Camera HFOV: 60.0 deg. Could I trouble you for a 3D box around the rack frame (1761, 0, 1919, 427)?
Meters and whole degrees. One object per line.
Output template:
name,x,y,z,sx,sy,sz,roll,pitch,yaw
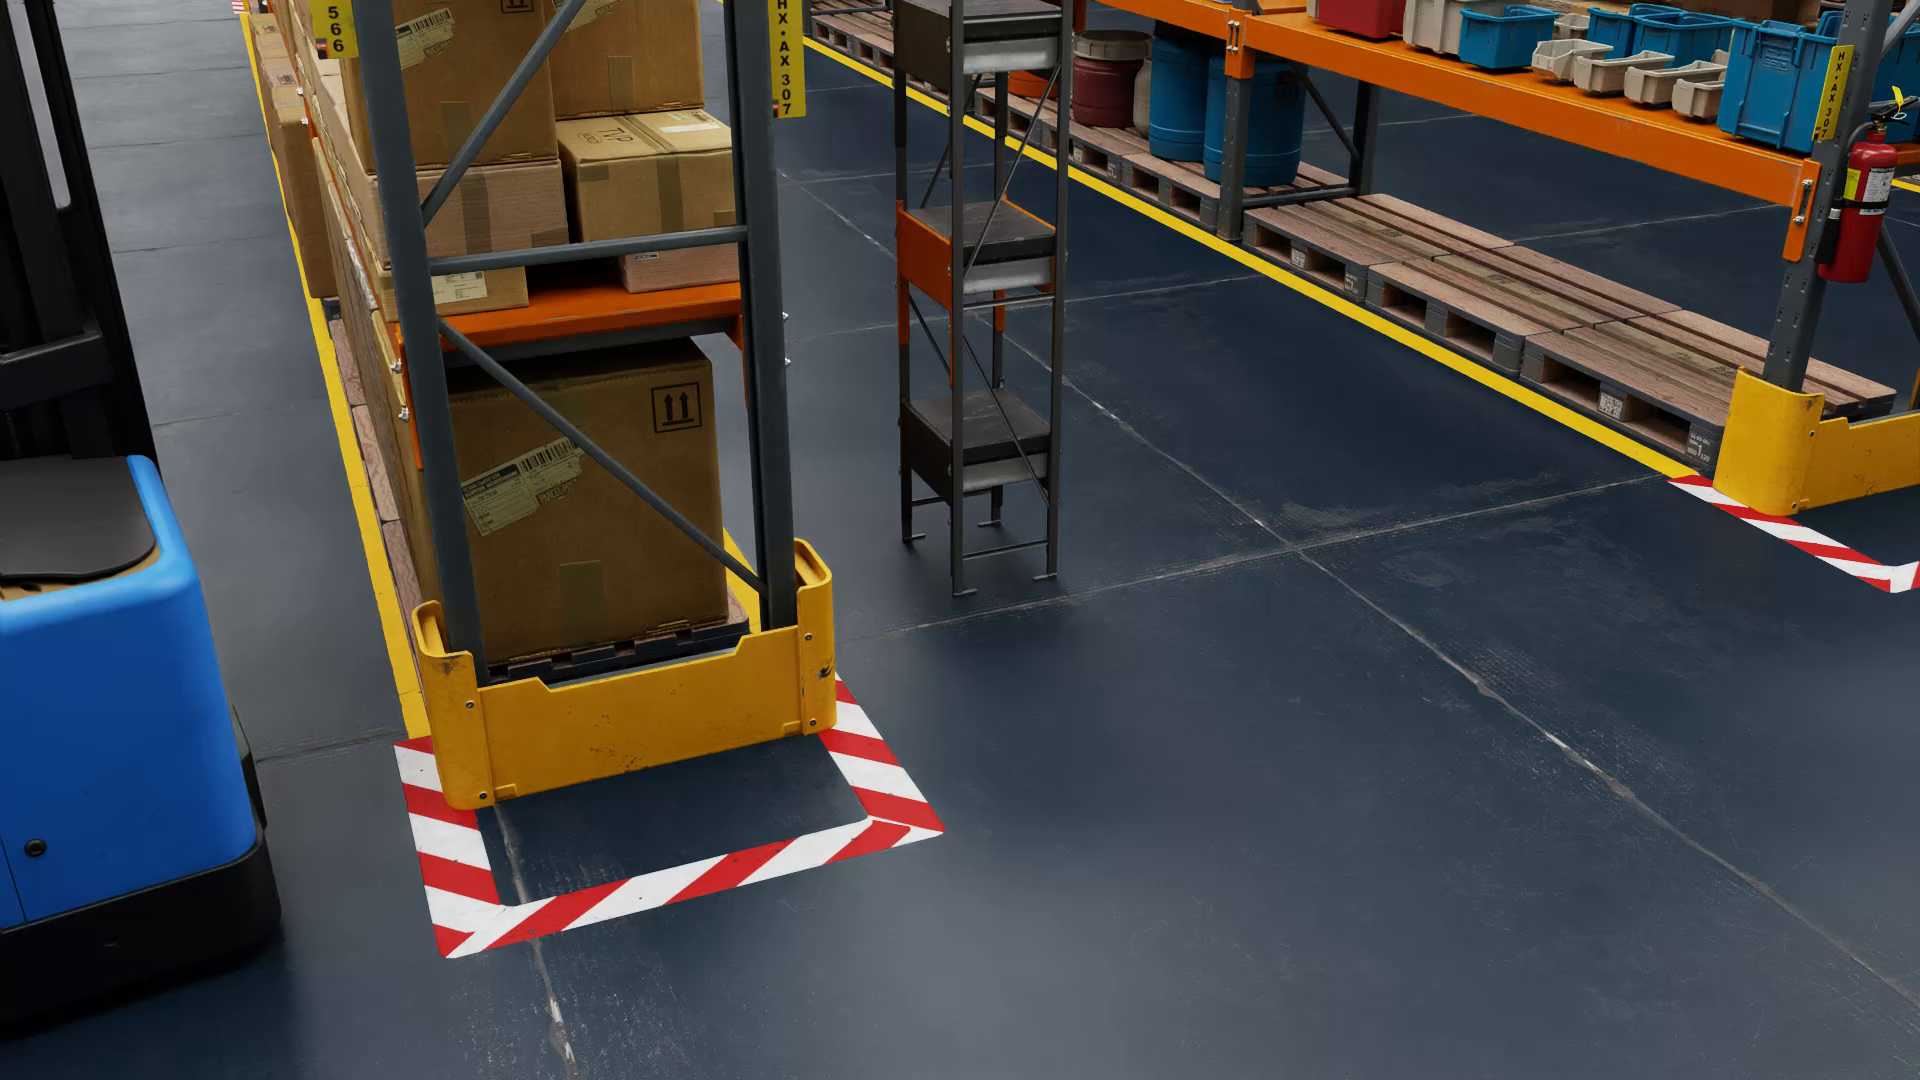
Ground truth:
rack frame,3.586,-1.606,6.121,1.000,3.000,0.127,-11,28,-21

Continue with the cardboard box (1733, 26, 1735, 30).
cardboard box,5.740,-3.699,12.754,0.500,0.500,0.500,-10,28,-20

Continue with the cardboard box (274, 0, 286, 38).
cardboard box,-3.371,-2.967,8.795,0.500,0.500,0.500,-11,28,-21

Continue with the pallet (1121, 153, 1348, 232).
pallet,1.755,-2.287,10.693,1.003,0.211,1.213,-11,28,-21

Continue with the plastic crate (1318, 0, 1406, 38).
plastic crate,2.138,-2.873,8.575,0.402,0.464,0.583,-11,28,-21

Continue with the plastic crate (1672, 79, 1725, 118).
plastic crate,3.100,-1.813,6.776,0.396,0.136,0.243,-11,28,-21

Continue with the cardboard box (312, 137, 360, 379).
cardboard box,-2.353,-1.324,7.485,0.875,0.875,0.875,-11,28,-21

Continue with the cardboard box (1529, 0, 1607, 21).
cardboard box,5.137,-4.317,14.020,0.500,0.500,0.500,-12,28,-22

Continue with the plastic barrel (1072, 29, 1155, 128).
plastic barrel,1.102,-3.290,11.840,0.600,0.588,0.708,-11,28,-21

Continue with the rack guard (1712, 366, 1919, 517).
rack guard,3.607,-0.475,6.654,1.175,0.500,0.348,-11,28,-21

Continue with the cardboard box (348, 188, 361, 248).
cardboard box,-1.712,-1.037,5.242,0.380,0.149,0.250,-10,28,-20

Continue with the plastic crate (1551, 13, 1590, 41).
plastic crate,2.978,-2.478,8.139,0.293,0.136,0.466,-11,28,-21

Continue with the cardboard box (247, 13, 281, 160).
cardboard box,-3.854,-2.937,10.789,1.225,0.875,0.875,-12,28,-23

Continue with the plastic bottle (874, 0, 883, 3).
plastic bottle,-0.835,-5.626,16.963,0.097,0.271,0.097,0,26,0

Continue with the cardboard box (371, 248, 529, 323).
cardboard box,-1.414,-0.729,4.612,0.380,0.149,0.250,-10,28,-20

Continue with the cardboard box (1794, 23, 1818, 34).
cardboard box,6.394,-3.596,12.543,0.500,0.500,0.500,-10,28,-20

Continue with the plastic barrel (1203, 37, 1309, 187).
plastic barrel,1.822,-2.689,10.252,0.600,0.901,0.708,-11,28,-21

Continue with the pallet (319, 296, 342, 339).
pallet,-2.910,-1.415,8.908,1.003,0.211,1.213,-11,28,-21

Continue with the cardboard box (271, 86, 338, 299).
cardboard box,-2.807,-1.859,8.581,1.225,0.875,0.875,-10,28,-20

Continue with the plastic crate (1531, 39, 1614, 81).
plastic crate,2.735,-2.157,7.481,0.298,0.136,0.250,-11,28,-21

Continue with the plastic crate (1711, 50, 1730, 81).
plastic crate,3.477,-2.088,7.341,0.250,0.136,0.298,-11,28,-21

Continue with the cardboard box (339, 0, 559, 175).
cardboard box,-1.404,-1.310,4.491,0.500,0.500,0.500,-10,28,-20

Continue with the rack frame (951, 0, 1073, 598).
rack frame,0.160,-0.778,5.451,0.400,2.100,0.015,-11,28,-21

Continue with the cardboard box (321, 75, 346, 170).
cardboard box,-1.803,-1.382,5.493,0.500,0.250,0.500,-12,28,-22

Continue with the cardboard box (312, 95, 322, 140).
cardboard box,-2.317,-1.659,6.516,0.380,0.149,0.250,-11,28,-21

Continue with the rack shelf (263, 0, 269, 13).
rack shelf,-4.888,-4.469,12.804,1.077,0.370,4.000,-11,28,-21

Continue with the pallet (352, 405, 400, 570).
pallet,-1.831,-0.303,6.630,1.003,0.211,1.213,-11,28,-21

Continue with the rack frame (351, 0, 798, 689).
rack frame,-0.972,-0.755,4.378,1.000,3.000,0.127,-11,28,-21

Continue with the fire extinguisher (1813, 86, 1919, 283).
fire extinguisher,3.227,-1.265,5.935,0.296,0.674,0.183,-11,28,-21

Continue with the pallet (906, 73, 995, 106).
pallet,0.185,-3.902,14.002,1.003,0.211,1.213,-11,28,-21

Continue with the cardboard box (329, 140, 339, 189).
cardboard box,-2.013,-1.347,5.876,0.380,0.149,0.250,-10,28,-20

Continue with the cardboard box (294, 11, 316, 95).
cardboard box,-2.405,-2.000,6.759,0.500,0.250,0.500,-11,28,-21

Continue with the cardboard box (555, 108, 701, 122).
cardboard box,-1.121,-1.270,5.265,0.500,0.250,0.500,-11,28,-21

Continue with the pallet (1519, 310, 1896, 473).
pallet,3.298,-0.693,7.428,1.003,0.211,1.213,-11,28,-21

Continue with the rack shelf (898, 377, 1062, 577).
rack shelf,0.065,-0.235,5.966,0.431,0.518,0.480,-11,28,-21

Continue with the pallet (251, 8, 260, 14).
pallet,-6.448,-5.105,16.465,1.003,0.211,1.213,-11,28,-21

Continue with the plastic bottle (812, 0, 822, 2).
plastic bottle,-1.499,-5.693,17.009,0.144,0.351,0.185,-11,28,-21

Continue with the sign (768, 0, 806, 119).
sign,-0.459,-1.273,4.361,0.100,0.325,0.005,-11,28,-21

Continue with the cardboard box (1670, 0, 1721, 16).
cardboard box,6.025,-4.325,13.183,0.500,0.250,0.500,-11,28,-22

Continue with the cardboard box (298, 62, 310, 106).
cardboard box,-2.626,-1.974,7.162,0.380,0.149,0.250,-12,28,-22

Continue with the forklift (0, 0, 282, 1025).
forklift,-2.880,-0.737,4.418,1.130,2.935,3.031,-15,30,-27

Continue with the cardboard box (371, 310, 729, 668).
cardboard box,-1.296,-0.234,5.253,0.875,0.875,0.875,-11,28,-21

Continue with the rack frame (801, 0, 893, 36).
rack frame,-1.114,-6.451,16.043,1.000,3.000,0.127,-11,28,-21

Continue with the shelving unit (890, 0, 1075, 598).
shelving unit,0.065,-0.877,5.652,0.431,2.100,0.503,-11,28,-21
